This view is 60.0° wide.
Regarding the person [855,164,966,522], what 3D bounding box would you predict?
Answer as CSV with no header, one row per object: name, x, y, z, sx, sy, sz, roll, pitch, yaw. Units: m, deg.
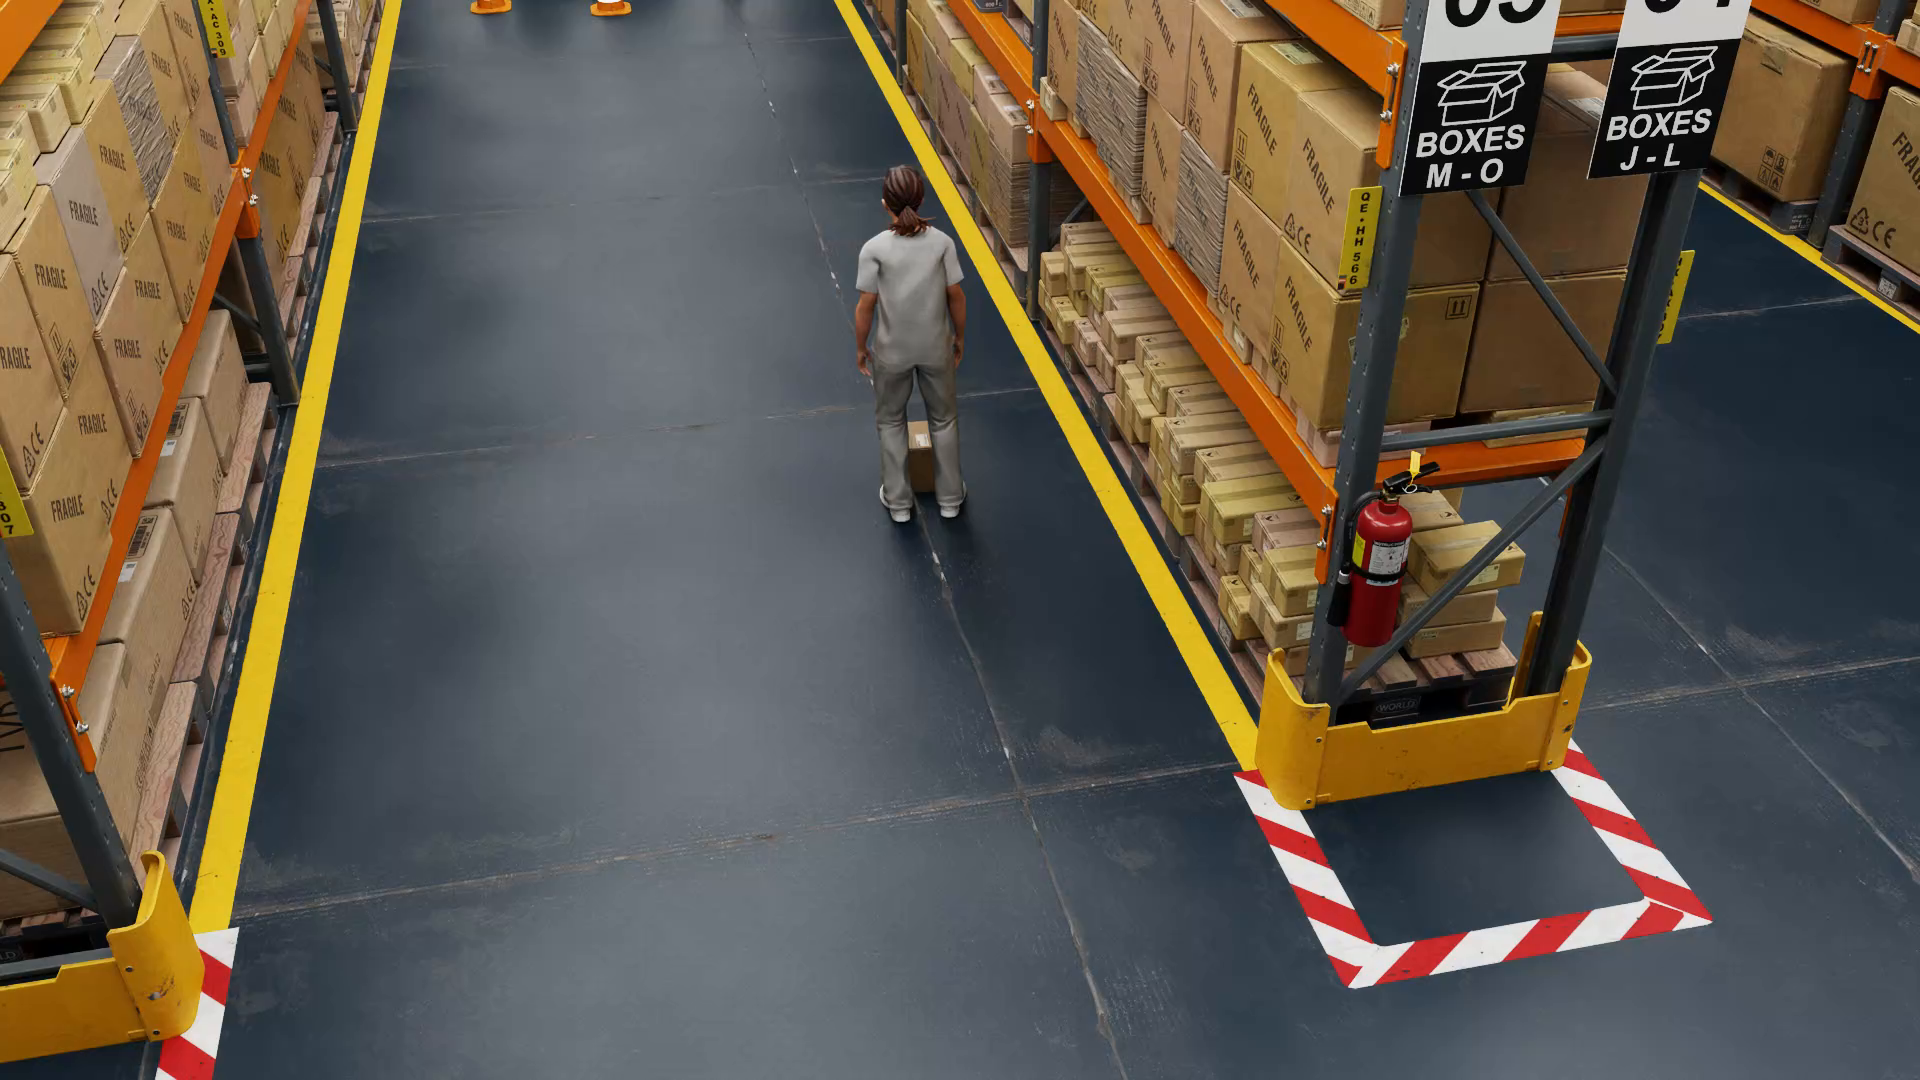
person,-0.207,-0.843,7.373,0.514,1.672,0.355,-6,35,-8
